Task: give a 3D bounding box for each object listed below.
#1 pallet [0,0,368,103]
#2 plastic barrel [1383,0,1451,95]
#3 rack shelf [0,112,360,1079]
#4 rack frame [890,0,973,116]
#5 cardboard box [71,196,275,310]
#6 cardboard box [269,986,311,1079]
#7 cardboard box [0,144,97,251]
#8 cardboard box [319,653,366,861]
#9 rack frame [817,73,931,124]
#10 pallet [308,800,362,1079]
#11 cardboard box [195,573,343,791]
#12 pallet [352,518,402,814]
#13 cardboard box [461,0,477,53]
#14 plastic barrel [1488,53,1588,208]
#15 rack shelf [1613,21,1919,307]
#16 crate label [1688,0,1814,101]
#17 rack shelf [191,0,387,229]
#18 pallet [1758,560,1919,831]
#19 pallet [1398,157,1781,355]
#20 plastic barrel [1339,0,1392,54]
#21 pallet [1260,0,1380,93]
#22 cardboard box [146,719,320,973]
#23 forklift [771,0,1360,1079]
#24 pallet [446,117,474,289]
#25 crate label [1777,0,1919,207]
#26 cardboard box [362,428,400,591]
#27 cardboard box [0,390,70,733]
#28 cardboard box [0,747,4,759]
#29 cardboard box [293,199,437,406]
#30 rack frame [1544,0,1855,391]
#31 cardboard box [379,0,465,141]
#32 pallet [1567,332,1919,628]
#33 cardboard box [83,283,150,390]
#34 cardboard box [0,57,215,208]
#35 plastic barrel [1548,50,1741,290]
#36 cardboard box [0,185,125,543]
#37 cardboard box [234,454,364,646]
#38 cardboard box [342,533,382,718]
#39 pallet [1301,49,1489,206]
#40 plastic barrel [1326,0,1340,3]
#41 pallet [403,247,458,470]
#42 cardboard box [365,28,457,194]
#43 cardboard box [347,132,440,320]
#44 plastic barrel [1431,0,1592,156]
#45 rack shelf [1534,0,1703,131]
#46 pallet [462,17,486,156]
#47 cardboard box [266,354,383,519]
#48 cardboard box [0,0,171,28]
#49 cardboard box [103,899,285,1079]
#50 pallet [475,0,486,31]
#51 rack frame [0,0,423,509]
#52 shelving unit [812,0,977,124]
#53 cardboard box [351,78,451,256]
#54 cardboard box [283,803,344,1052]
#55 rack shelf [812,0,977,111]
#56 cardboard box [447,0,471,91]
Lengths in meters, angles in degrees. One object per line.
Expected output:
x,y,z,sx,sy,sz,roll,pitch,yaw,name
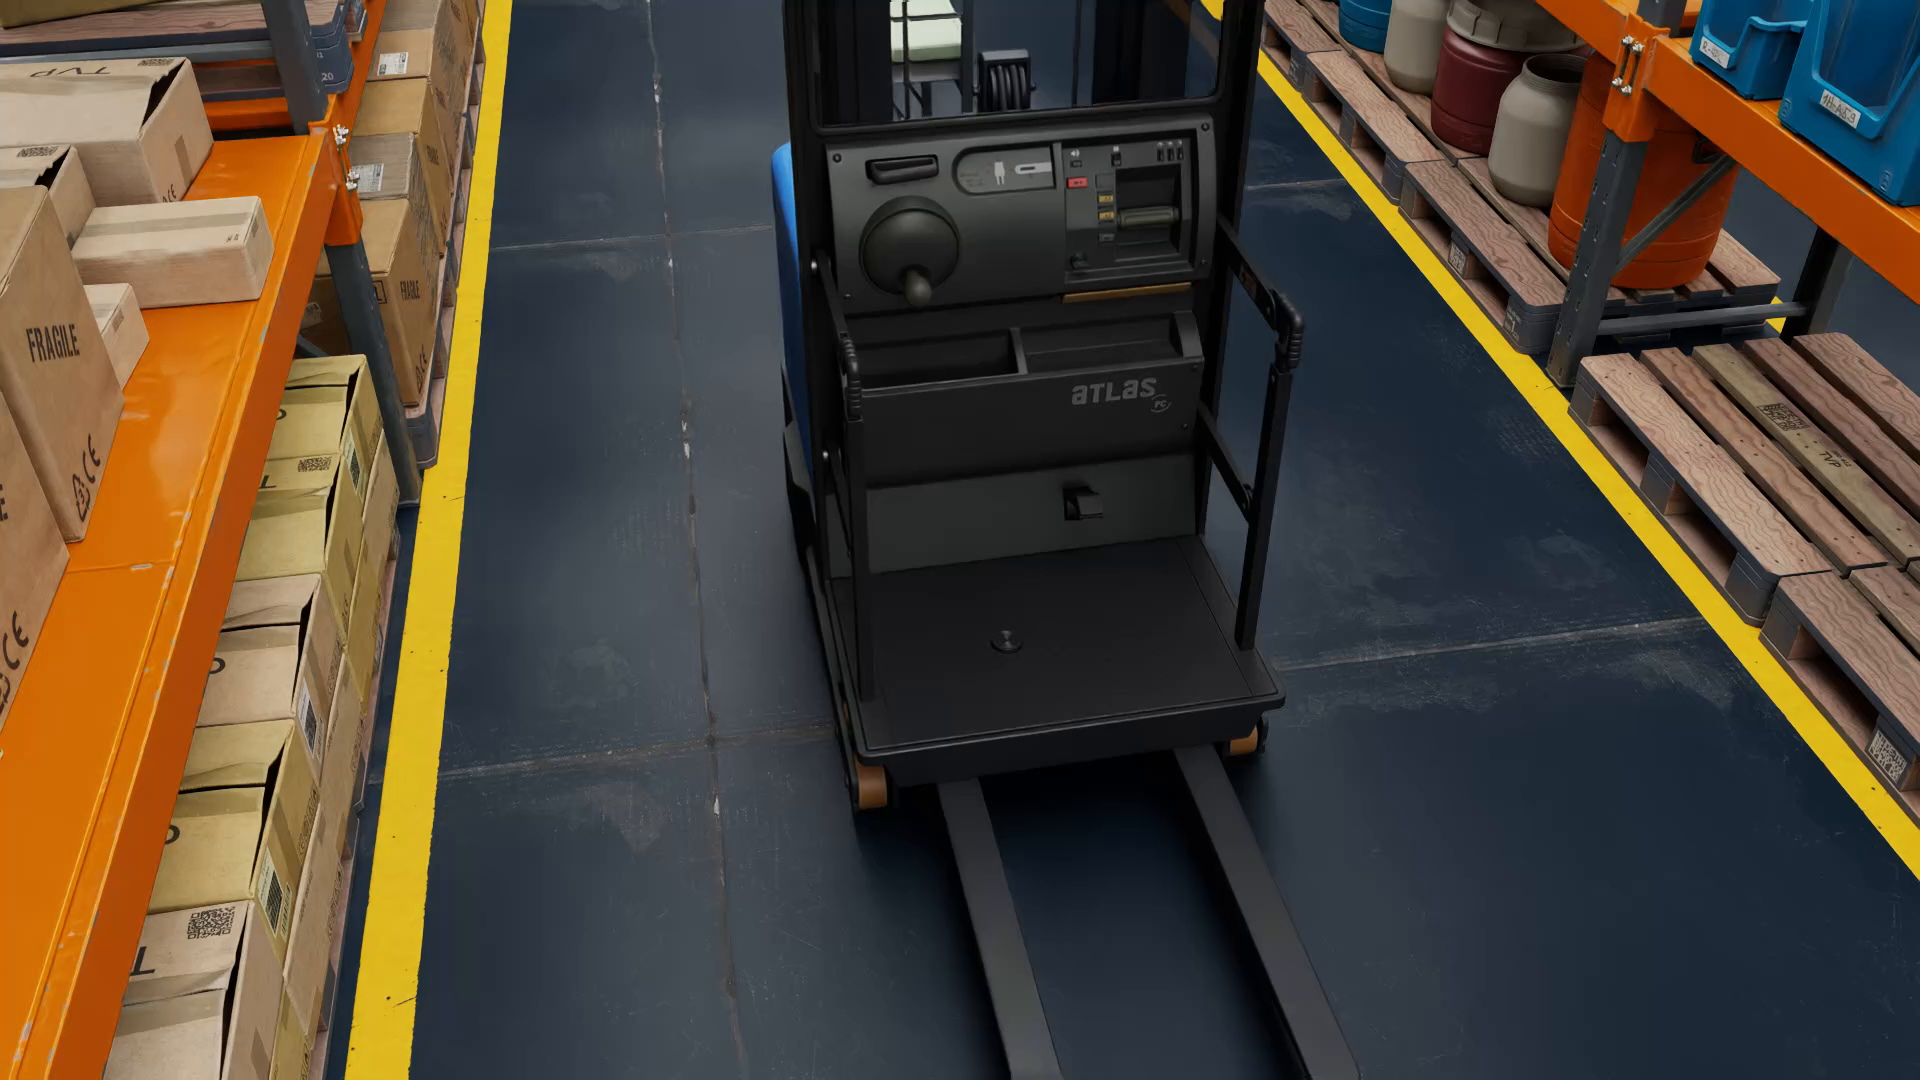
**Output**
-2.443,-1.604,5.027,1.213,0.211,1.003,-6,38,-8,pallet
2.135,-2.299,7.450,0.421,0.512,0.421,0,38,0,plastic barrel
-1.904,0.214,3.116,1.077,0.370,4.000,-6,38,-8,rack shelf
-0.158,-1.057,5.388,0.400,1.500,0.023,-7,38,-9,rack frame
-1.825,-0.666,3.867,0.380,0.149,0.250,-6,38,-8,cardboard box
-1.562,1.166,3.203,0.500,0.250,0.500,-7,38,-9,cardboard box
-2.289,-0.682,3.756,0.500,0.311,0.500,-7,38,-8,cardboard box
-1.743,0.548,3.998,0.500,0.250,0.500,-5,38,-7,cardboard box
-0.301,-1.497,5.955,0.400,1.500,0.023,-7,38,-9,rack frame
-1.938,1.060,3.714,1.003,0.211,1.213,-6,38,-8,pallet
-1.737,0.328,3.824,0.500,0.311,0.500,-6,38,-8,cardboard box
-2.149,0.324,4.661,1.003,0.211,1.213,-6,38,-8,pallet
-2.587,-2.614,7.848,0.500,0.500,0.500,-6,38,-8,cardboard box
2.333,-1.617,6.572,0.421,0.512,0.421,0,38,0,plastic barrel
2.973,-0.317,3.799,1.077,0.370,4.000,-6,38,-8,rack shelf
2.327,-1.448,4.805,0.303,0.233,0.416,-6,38,-8,crate label
-2.605,-2.202,6.226,1.077,0.370,4.000,-6,38,-8,rack shelf
2.931,0.500,4.435,1.003,0.211,1.213,-6,38,-8,pallet
2.443,-1.179,6.596,1.003,0.211,1.213,-6,38,-8,pallet
2.124,-2.804,7.782,0.600,0.901,0.708,-6,38,-8,plastic barrel
2.015,-2.653,8.493,1.003,0.211,1.213,-6,38,-8,pallet
-1.652,0.631,3.434,0.500,0.311,0.500,-5,38,-7,cardboard box
0.198,-0.704,3.767,1.130,2.935,3.031,-7,38,-9,forklift
-2.559,-1.367,6.838,1.003,0.211,1.213,-6,38,-8,pallet
2.530,-1.194,4.313,0.502,0.435,0.616,-6,38,-8,crate label
-1.922,-0.067,4.790,0.500,0.250,0.500,-5,38,-7,cardboard box
-1.852,0.012,2.708,0.500,0.500,0.500,-6,38,-8,cardboard box
-1.764,0.314,2.319,0.500,0.500,0.500,-4,38,-5,cardboard box
-2.053,-0.771,5.476,0.500,0.500,0.500,-5,38,-6,cardboard box
2.622,-1.809,5.133,1.000,3.000,0.127,-6,38,-8,rack frame
-2.422,-2.011,7.073,0.500,0.500,0.500,-6,38,-7,cardboard box
2.720,-0.236,5.381,1.003,0.211,1.213,-6,38,-8,pallet
-1.976,-0.415,3.544,0.380,0.149,0.250,-4,38,-5,cardboard box
-2.234,-1.019,4.189,0.500,0.311,0.500,-4,38,-5,cardboard box
2.520,-1.411,6.048,0.600,0.830,0.708,-6,38,-8,plastic barrel
-1.945,-0.306,3.118,0.500,0.500,0.500,-8,39,-10,cardboard box
-1.823,0.023,4.217,0.500,0.311,0.500,-7,38,-9,cardboard box
-1.829,0.244,4.390,0.500,0.250,0.500,-7,38,-8,cardboard box
2.233,-1.915,7.543,1.003,0.211,1.213,-6,38,-8,pallet
2.000,-3.232,8.333,0.600,0.901,0.708,-6,38,-8,plastic barrel
-2.348,-0.632,5.892,1.003,0.211,1.213,-6,38,-8,pallet
-2.330,-1.704,6.678,0.500,0.500,0.500,-7,38,-9,cardboard box
-2.151,-1.086,5.882,0.500,0.500,0.500,-8,38,-10,cardboard box
2.322,-1.998,7.000,0.600,0.588,0.708,-6,38,-8,plastic barrel
2.272,-2.733,6.909,1.077,0.370,4.000,-6,38,-8,rack shelf
-2.776,-2.106,7.789,1.003,0.211,1.213,-6,38,-8,pallet
-1.921,-0.290,4.620,0.500,0.311,0.500,-5,38,-7,cardboard box
-2.476,-1.852,4.765,0.700,0.500,0.500,-19,42,-23,cardboard box
-1.555,0.944,3.031,0.500,0.311,0.500,-7,38,-9,cardboard box
-3.076,-3.008,8.950,1.003,0.211,1.213,-6,38,-8,pallet
-2.255,-1.278,4.451,1.000,3.000,0.127,-6,38,-8,rack frame
-0.229,-1.277,5.671,0.431,1.500,0.755,-7,38,-9,shelving unit
-2.234,-1.390,6.273,0.500,0.500,0.500,-7,38,-9,cardboard box
-1.650,0.859,3.599,0.500,0.250,0.500,-6,38,-7,cardboard box
-0.229,-1.585,5.432,0.431,0.370,0.720,-7,38,-9,rack shelf
-2.509,-2.314,7.463,0.500,0.500,0.500,-6,38,-8,cardboard box
